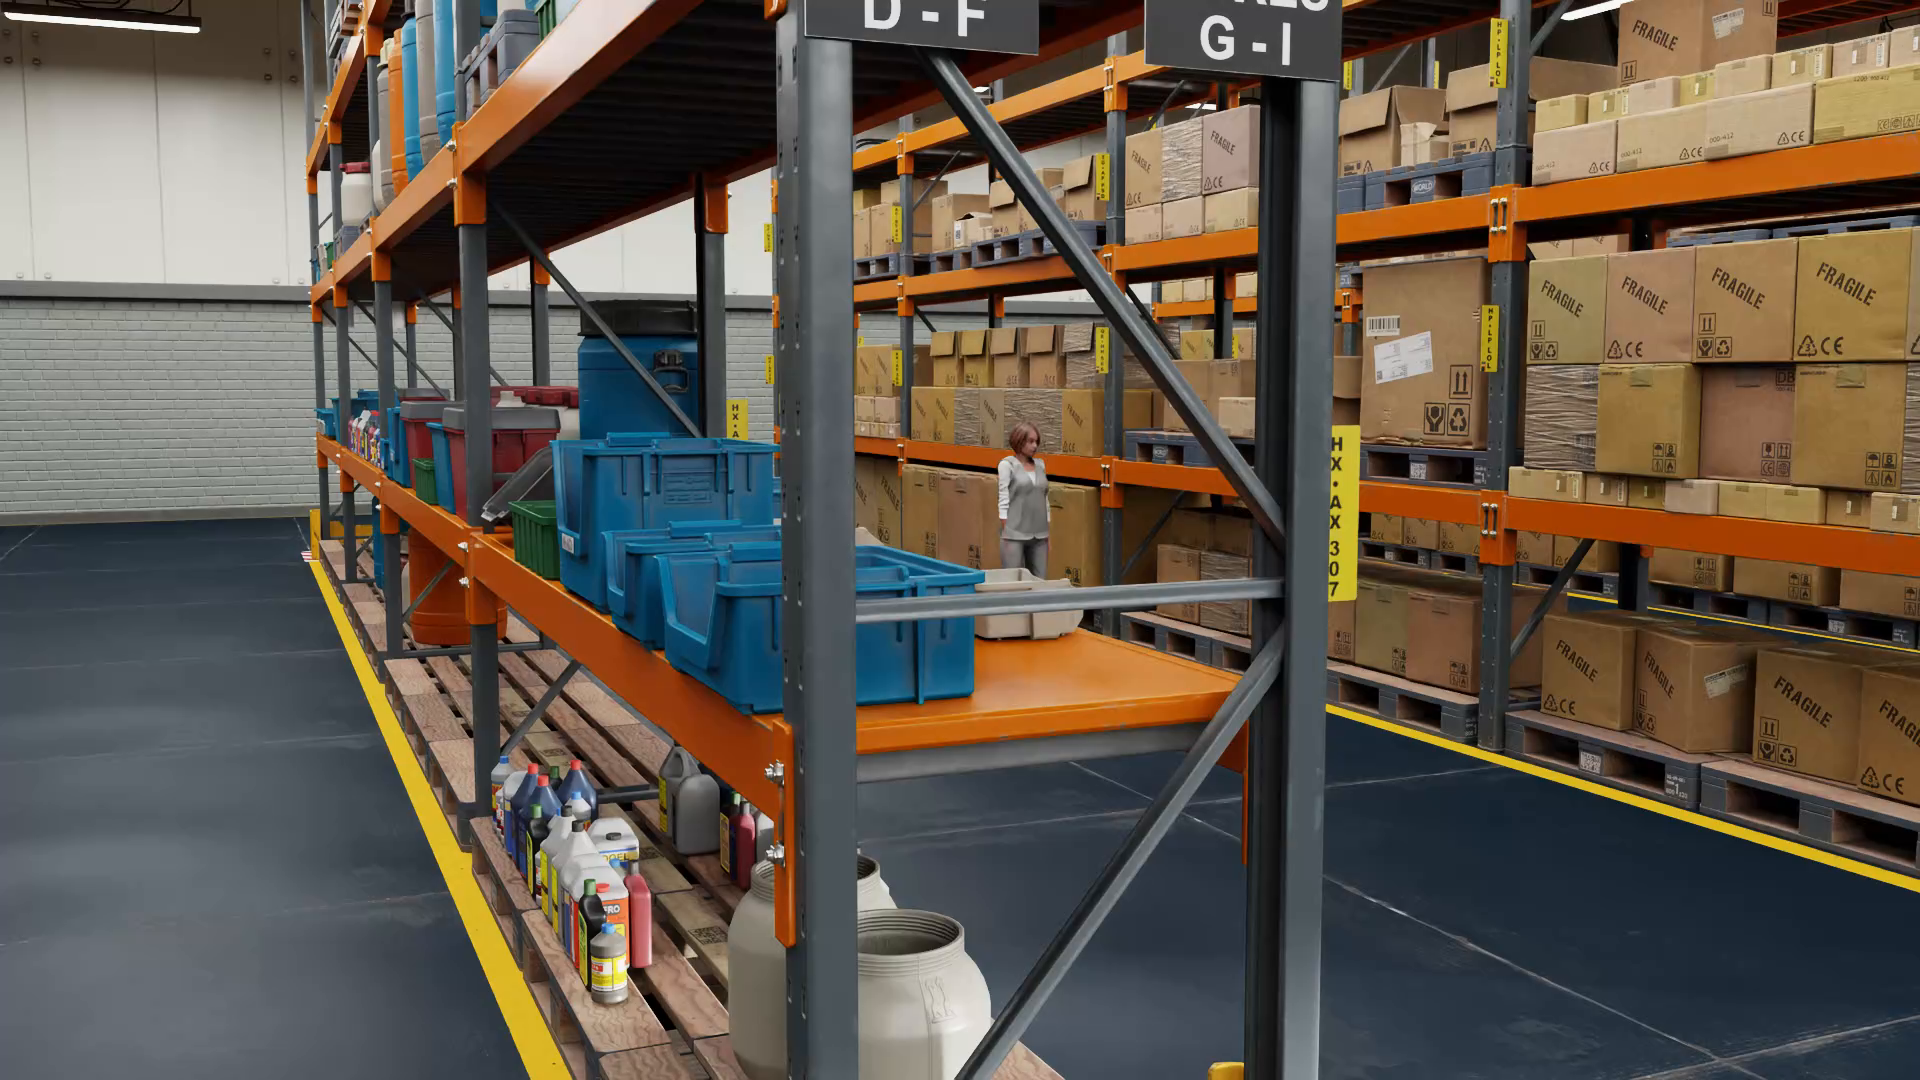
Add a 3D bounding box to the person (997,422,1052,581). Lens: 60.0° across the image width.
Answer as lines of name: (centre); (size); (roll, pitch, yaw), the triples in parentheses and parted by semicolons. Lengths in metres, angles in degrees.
person: (0.439, 0.008, 11.234); (0.407, 1.609, 0.310); (-4, 7, -33)
